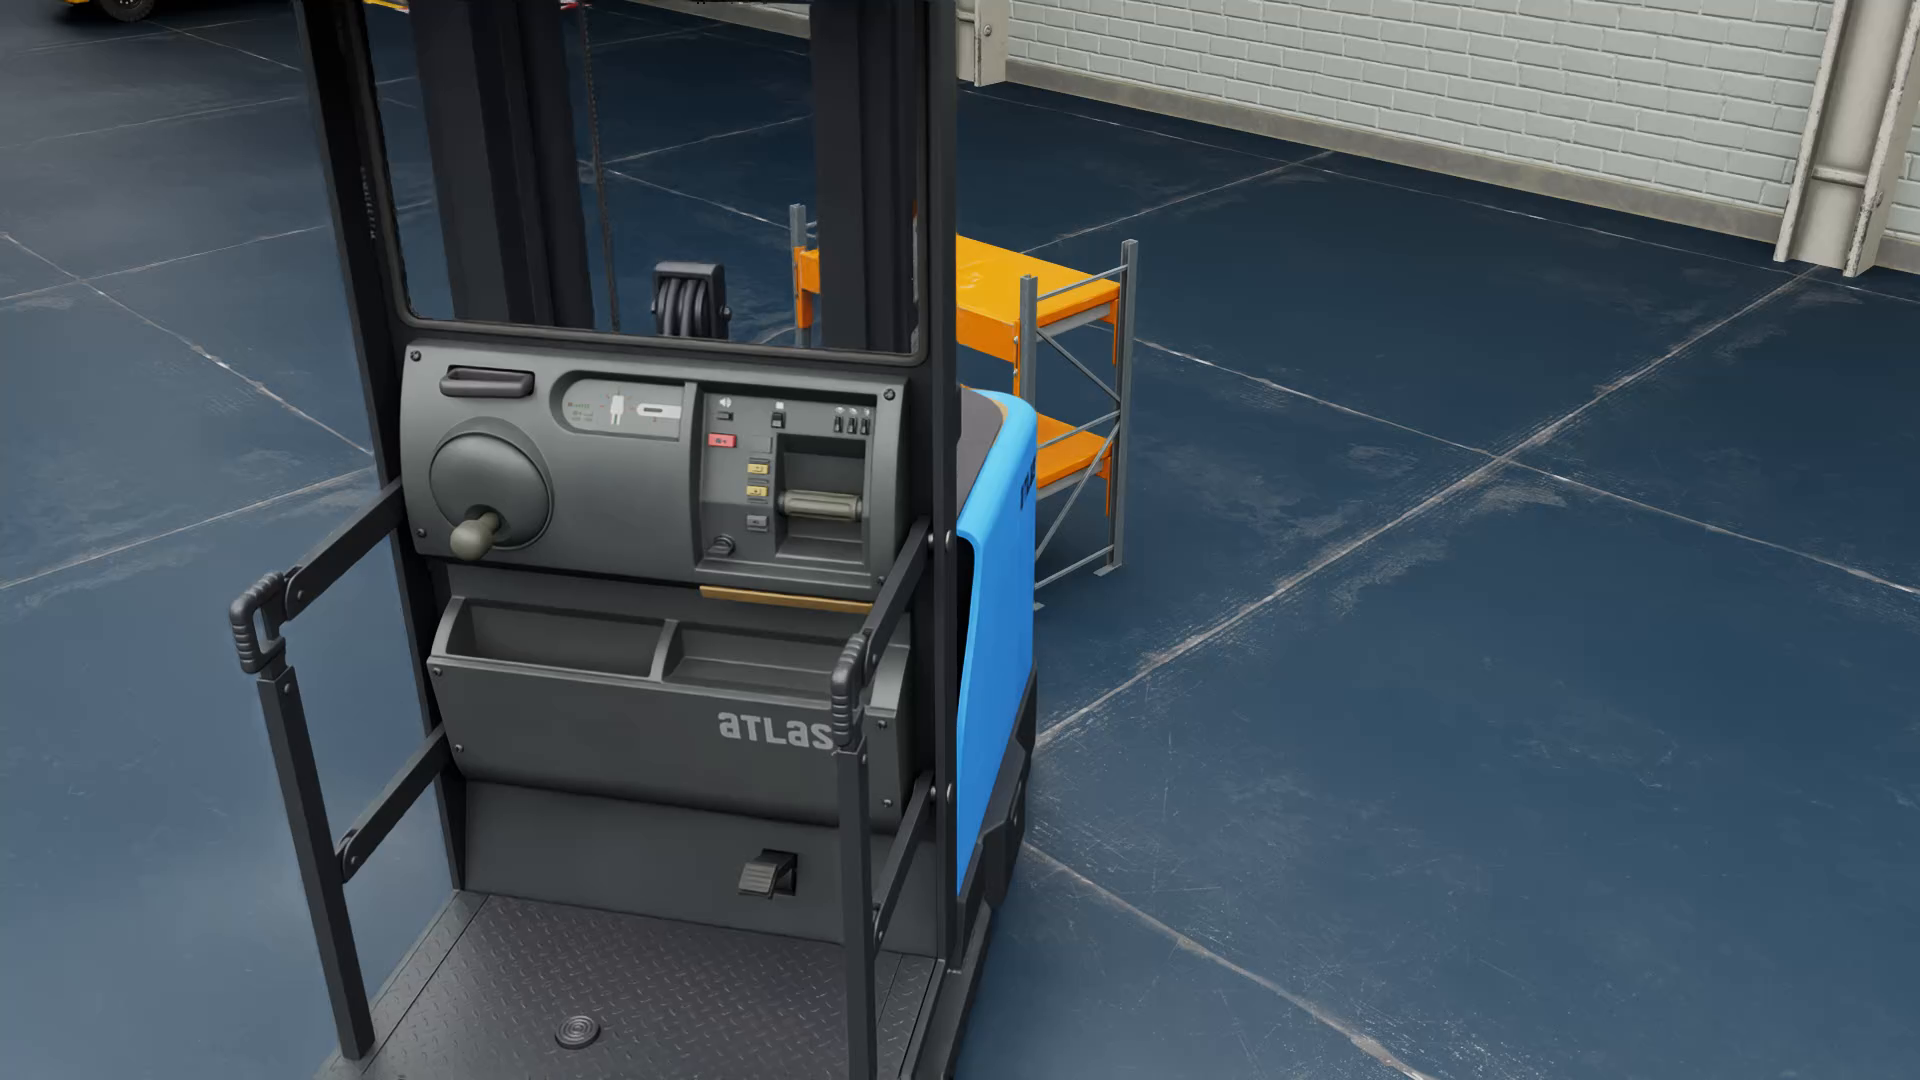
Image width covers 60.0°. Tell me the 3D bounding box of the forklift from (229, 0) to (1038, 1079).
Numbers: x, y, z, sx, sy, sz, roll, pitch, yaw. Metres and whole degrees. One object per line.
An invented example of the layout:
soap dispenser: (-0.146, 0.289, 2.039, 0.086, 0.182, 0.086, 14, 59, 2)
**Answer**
forklift: (-0.598, -0.089, 2.770, 1.130, 2.935, 3.031, 6, 28, 10)

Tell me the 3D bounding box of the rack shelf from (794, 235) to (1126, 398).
rack shelf: (-0.005, -0.759, 5.356, 1.000, 0.278, 0.538, 25, 36, 38)

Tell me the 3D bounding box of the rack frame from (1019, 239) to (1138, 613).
rack frame: (0.358, -0.334, 5.177, 0.032, 1.125, 0.500, 25, 36, 38)

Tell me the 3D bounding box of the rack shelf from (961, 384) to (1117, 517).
rack shelf: (-0.005, -0.284, 5.606, 1.000, 0.278, 0.538, 25, 36, 38)

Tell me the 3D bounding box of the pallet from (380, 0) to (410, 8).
pallet: (-4.884, -5.131, 15.280, 1.213, 0.211, 1.003, 25, 36, 38)

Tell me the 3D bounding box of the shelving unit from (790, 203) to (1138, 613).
shelving unit: (-0.005, -0.500, 5.492, 1.048, 1.125, 0.538, 25, 36, 38)

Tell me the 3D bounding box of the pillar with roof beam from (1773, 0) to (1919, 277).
pillar with roof beam: (1.365, -3.967, 3.624, 0.400, 9.000, 9.100, 25, 36, 38)

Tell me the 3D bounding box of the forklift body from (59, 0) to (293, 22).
forklift body: (-6.940, -5.767, 14.406, 1.214, 2.155, 2.313, 25, 36, 38)

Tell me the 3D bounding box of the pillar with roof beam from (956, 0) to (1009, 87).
pillar with roof beam: (-2.913, -5.924, 7.348, 0.400, 9.000, 9.100, 25, 36, 38)

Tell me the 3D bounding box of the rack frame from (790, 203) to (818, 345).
rack frame: (-0.367, -0.666, 5.808, 0.032, 1.125, 0.500, 25, 36, 38)
